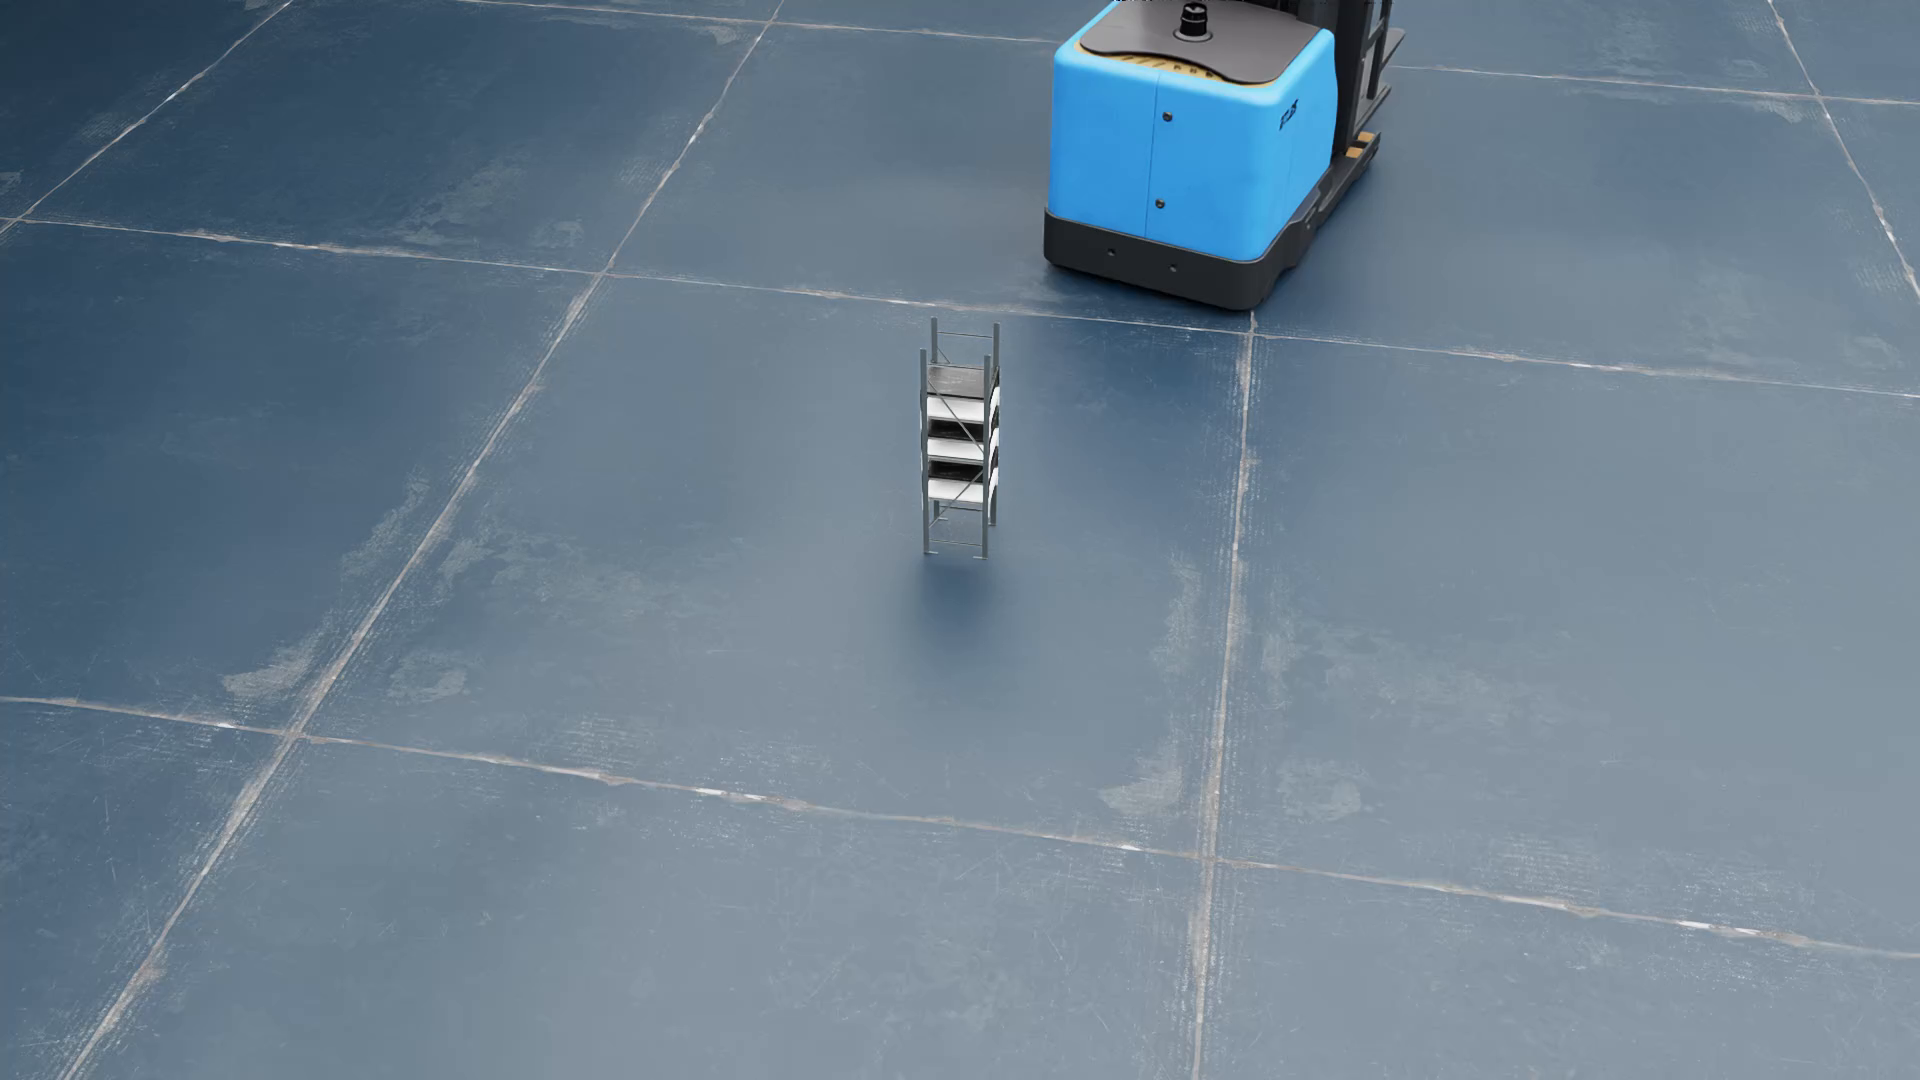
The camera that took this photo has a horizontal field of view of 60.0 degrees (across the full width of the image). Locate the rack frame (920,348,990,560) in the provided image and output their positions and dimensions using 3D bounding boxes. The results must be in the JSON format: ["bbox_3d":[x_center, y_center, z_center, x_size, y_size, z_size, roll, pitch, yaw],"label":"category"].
[{"bbox_3d":[-0.016,-0.288,5.892,0.240,0.900,0.006,6,40,8],"label":"rack frame"}]

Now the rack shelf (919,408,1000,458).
[{"bbox_3d":[0.001,-0.396,5.933,0.258,0.077,0.200,6,40,8],"label":"rack shelf"}]

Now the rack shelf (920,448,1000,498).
[{"bbox_3d":[0.001,-0.257,6.048,0.258,0.077,0.200,6,40,8],"label":"rack shelf"}]

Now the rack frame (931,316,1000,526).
[{"bbox_3d":[0.019,-0.416,6.047,0.240,0.900,0.006,6,40,8],"label":"rack frame"}]

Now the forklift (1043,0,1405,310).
[{"bbox_3d":[1.514,-3.079,7.674,1.130,2.935,3.031,18,43,21],"label":"forklift"}]

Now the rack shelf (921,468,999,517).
[{"bbox_3d":[0.001,-0.187,6.105,0.258,0.077,0.200,6,40,8],"label":"rack shelf"}]

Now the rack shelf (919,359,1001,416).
[{"bbox_3d":[0.001,-0.534,5.819,0.258,0.077,0.200,6,40,8],"label":"rack shelf"}]

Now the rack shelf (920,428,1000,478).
[{"bbox_3d":[0.001,-0.326,5.991,0.258,0.077,0.200,6,40,8],"label":"rack shelf"}]

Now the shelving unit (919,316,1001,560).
[{"bbox_3d":[0.001,-0.352,5.969,0.258,0.900,0.210,6,40,8],"label":"shelving unit"}]

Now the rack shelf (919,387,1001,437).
[{"bbox_3d":[0.001,-0.465,5.876,0.258,0.077,0.200,6,40,8],"label":"rack shelf"}]
